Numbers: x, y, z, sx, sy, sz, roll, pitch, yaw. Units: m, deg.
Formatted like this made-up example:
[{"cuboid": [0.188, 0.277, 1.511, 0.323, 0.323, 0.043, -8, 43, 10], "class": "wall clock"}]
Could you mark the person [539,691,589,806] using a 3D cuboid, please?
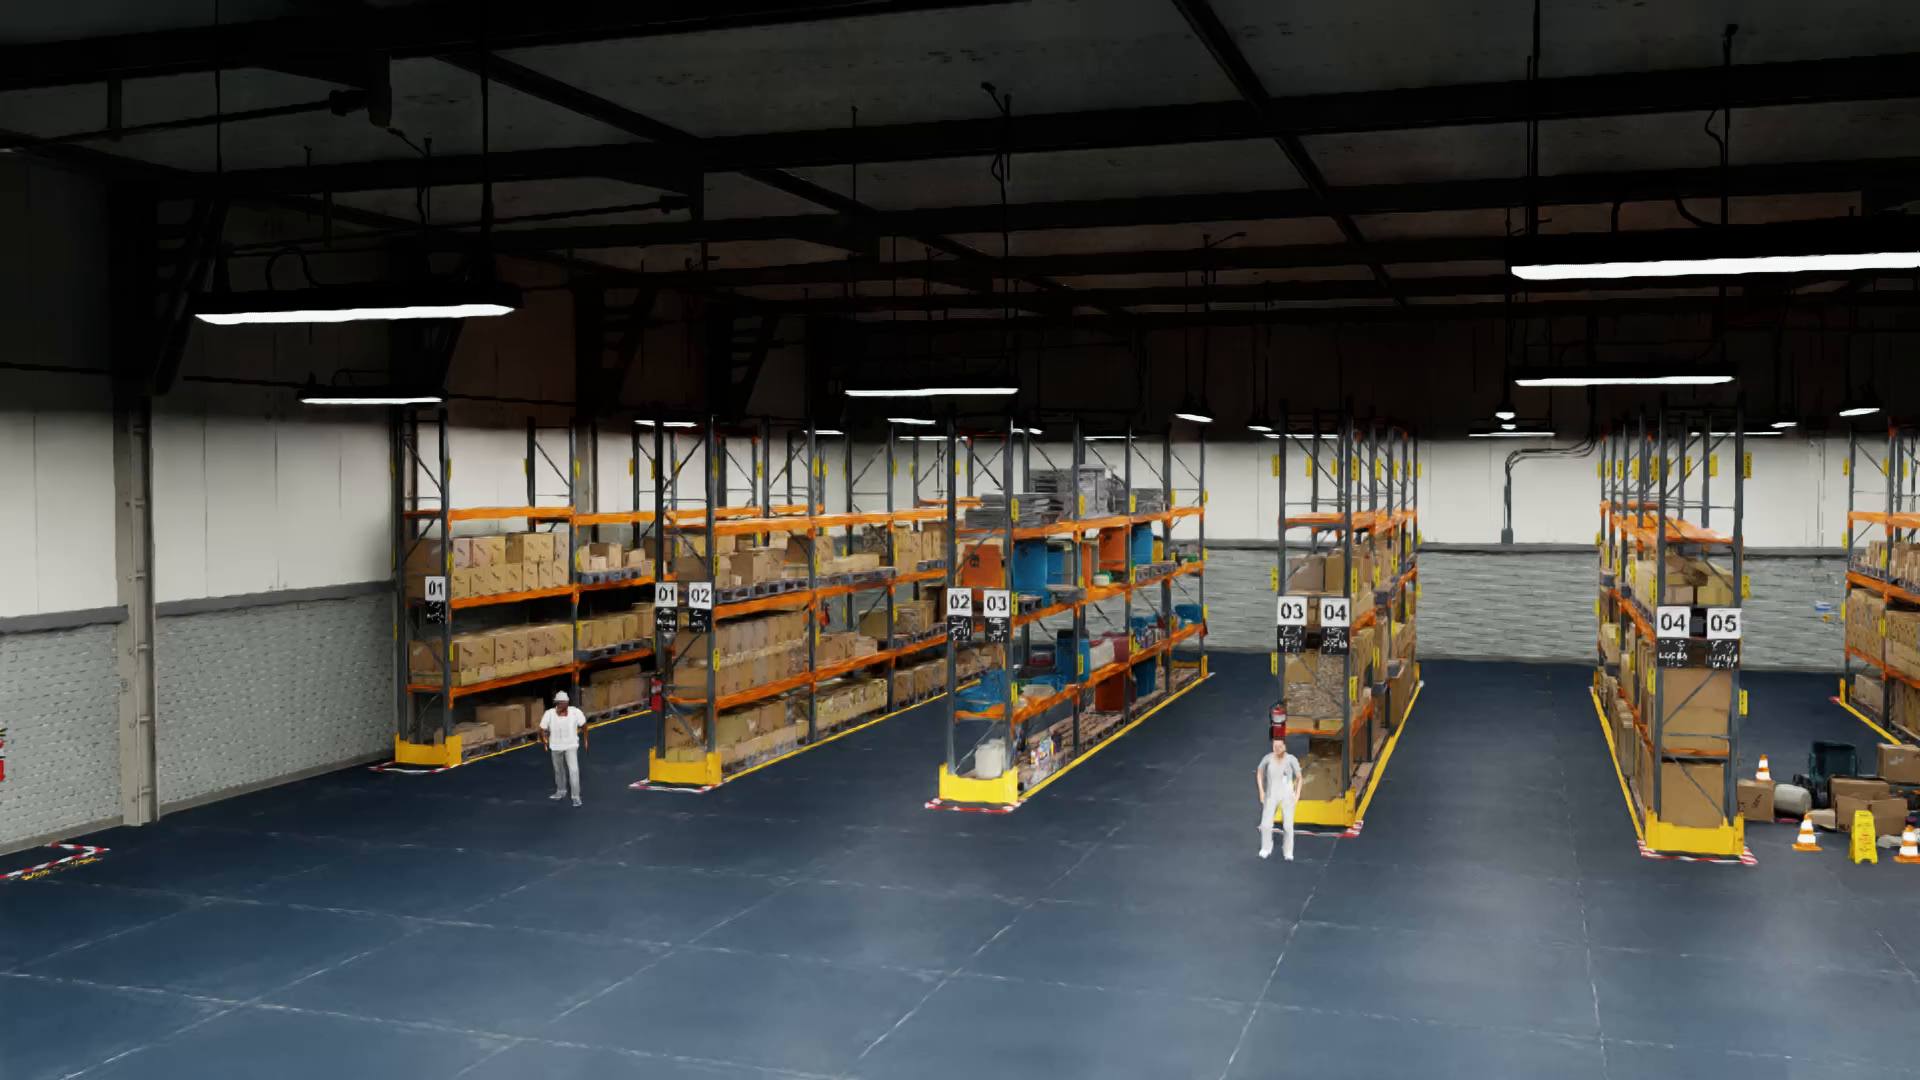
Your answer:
[{"cuboid": [-5.901, 3.081, 24.815, 0.708, 1.702, 0.843, 0, 2, 2], "class": "person"}]

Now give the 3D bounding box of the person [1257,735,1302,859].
[{"cuboid": [4.084, 3.285, 21.300, 0.567, 1.618, 0.507, 1, 3, 17], "class": "person"}]
